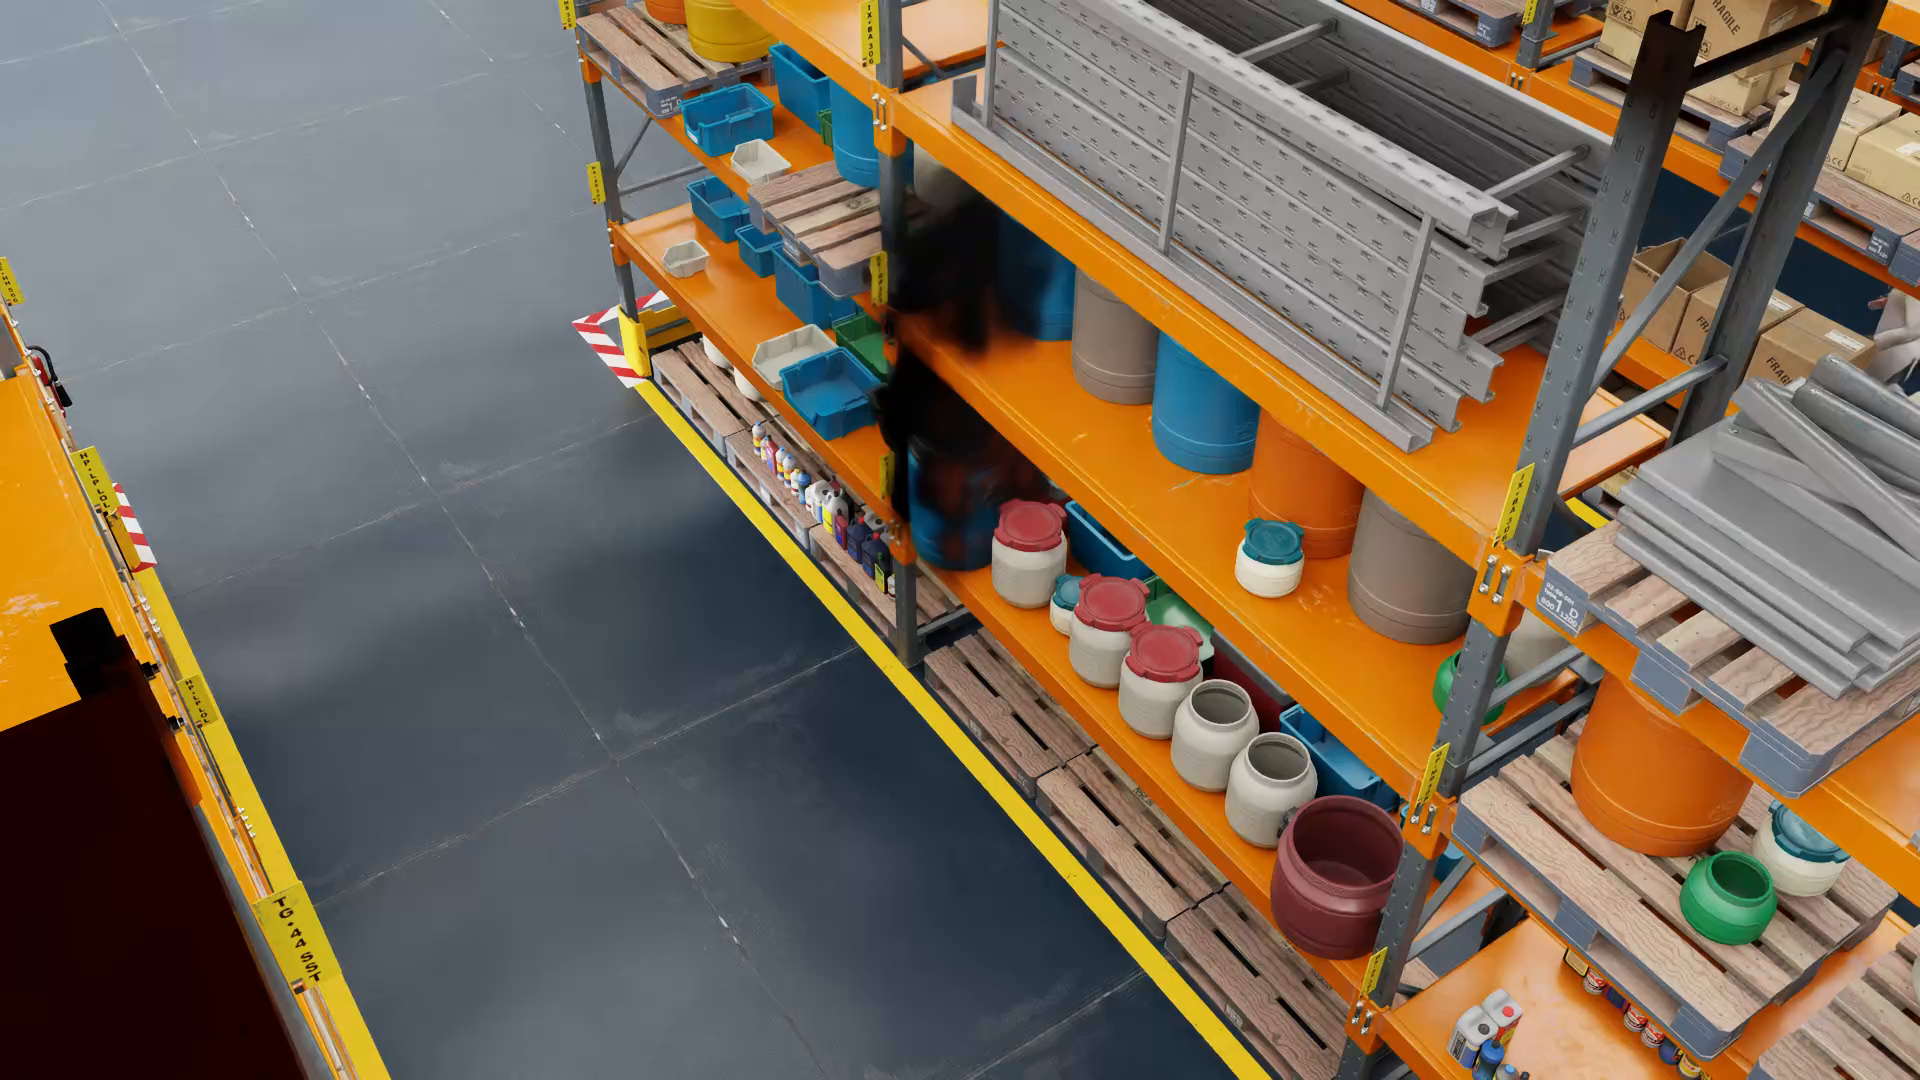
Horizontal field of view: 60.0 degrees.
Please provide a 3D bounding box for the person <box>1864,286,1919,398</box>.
[{"bbox_3d":[6.740,-1.355,11.932,0.736,1.789,0.898,-28,49,-27],"label":"person"}]
